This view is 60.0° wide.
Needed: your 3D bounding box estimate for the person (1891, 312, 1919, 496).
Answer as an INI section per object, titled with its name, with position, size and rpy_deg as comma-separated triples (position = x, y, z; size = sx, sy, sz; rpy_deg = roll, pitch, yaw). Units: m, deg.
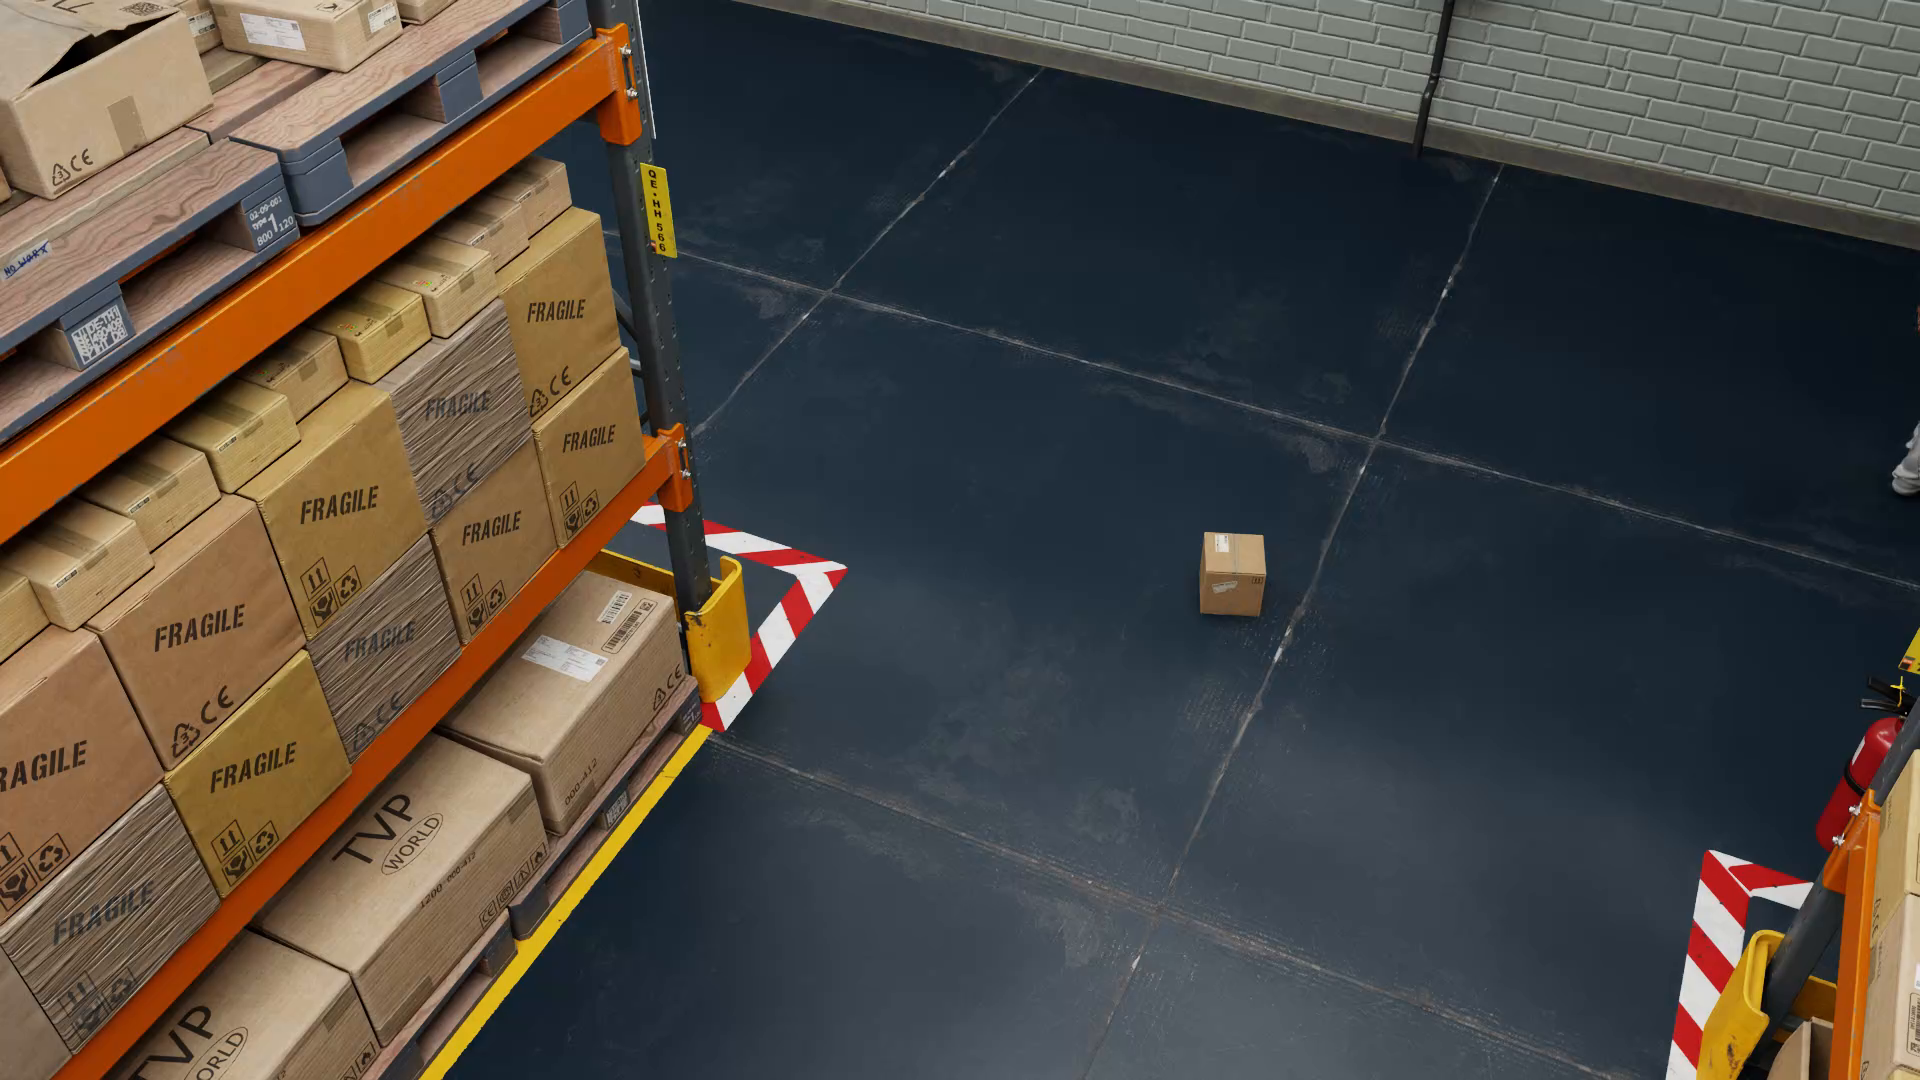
[person]
position = 4.514, -0.928, 7.190
size = 0.513, 1.819, 0.587
rpy_deg = -11, 43, -12
